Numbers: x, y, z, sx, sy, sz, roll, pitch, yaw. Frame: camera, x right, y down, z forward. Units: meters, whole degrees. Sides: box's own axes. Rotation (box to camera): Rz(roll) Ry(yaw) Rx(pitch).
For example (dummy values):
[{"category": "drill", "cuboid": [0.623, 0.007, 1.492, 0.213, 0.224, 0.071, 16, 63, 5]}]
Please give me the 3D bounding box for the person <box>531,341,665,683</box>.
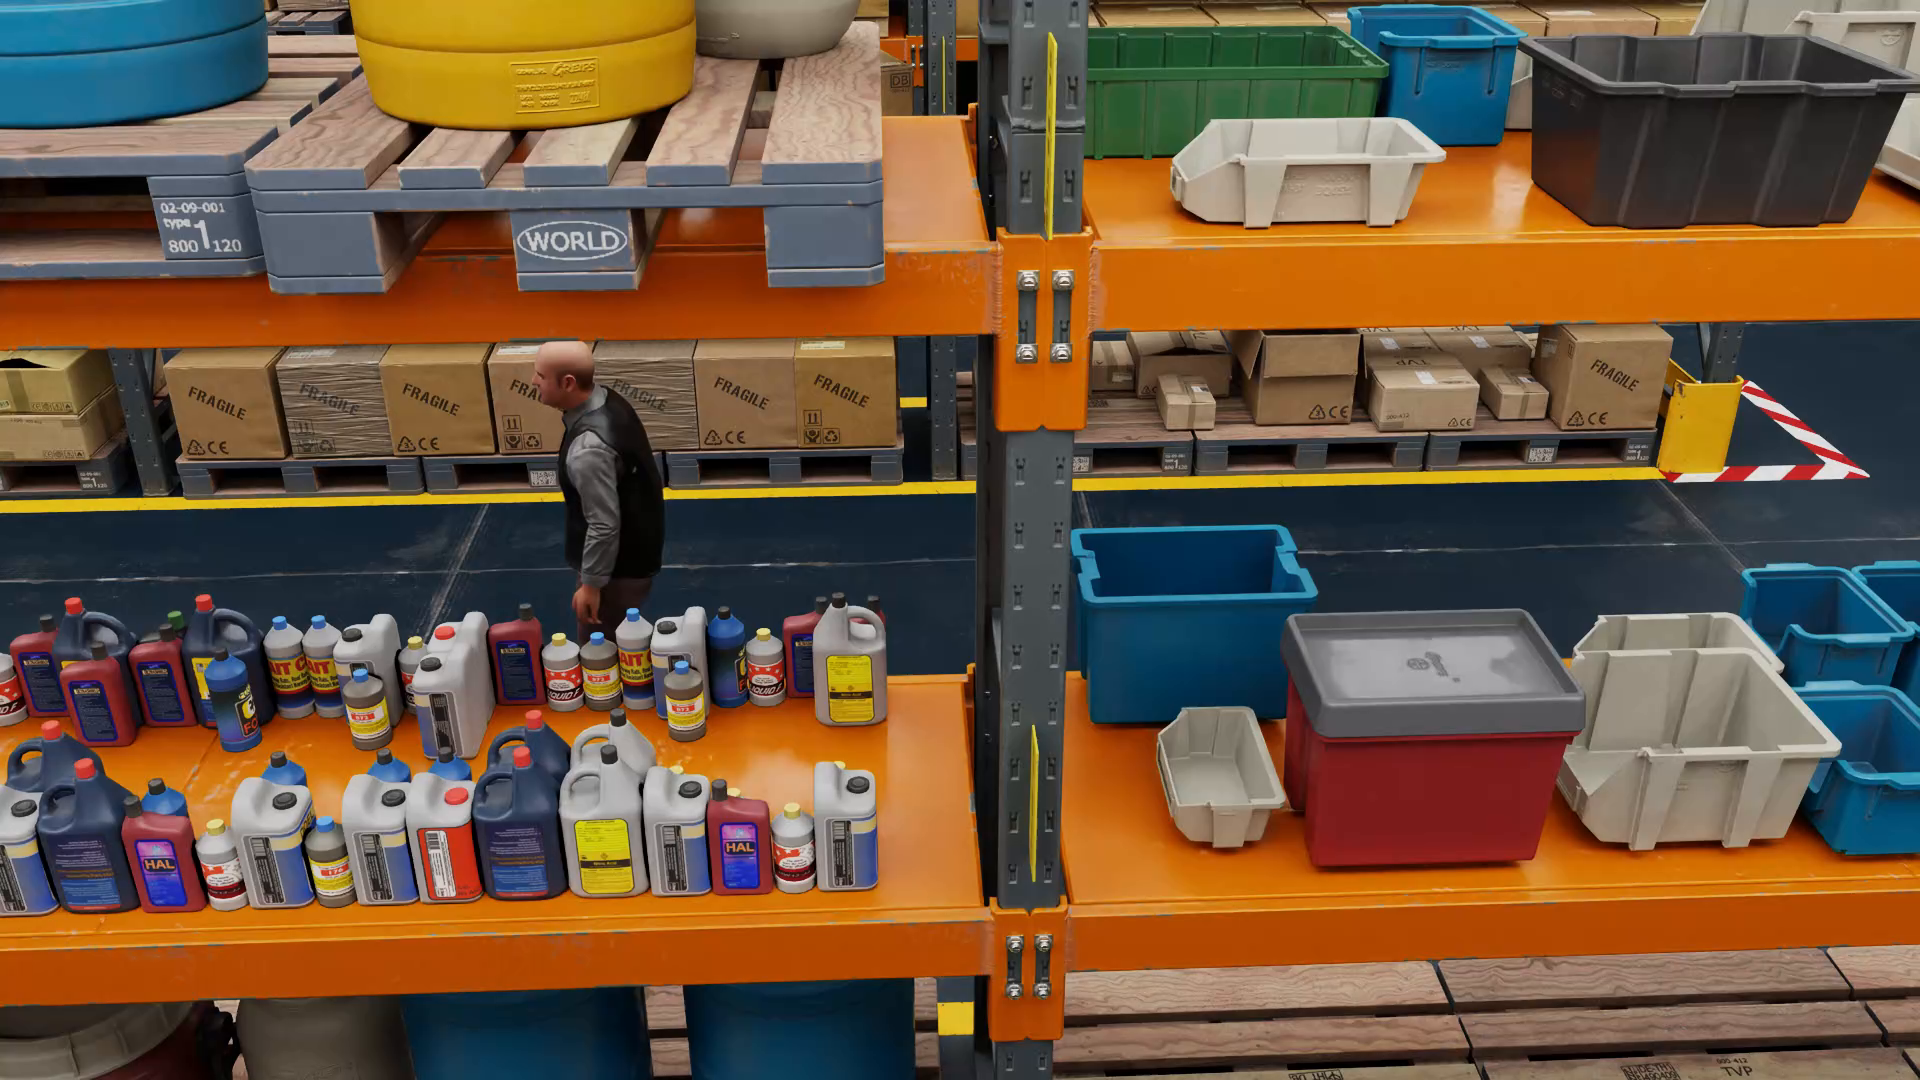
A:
[{"category": "person", "cuboid": [-1.260, 0.118, 6.026, 0.414, 1.620, 0.593, -3, 27, -5]}]
